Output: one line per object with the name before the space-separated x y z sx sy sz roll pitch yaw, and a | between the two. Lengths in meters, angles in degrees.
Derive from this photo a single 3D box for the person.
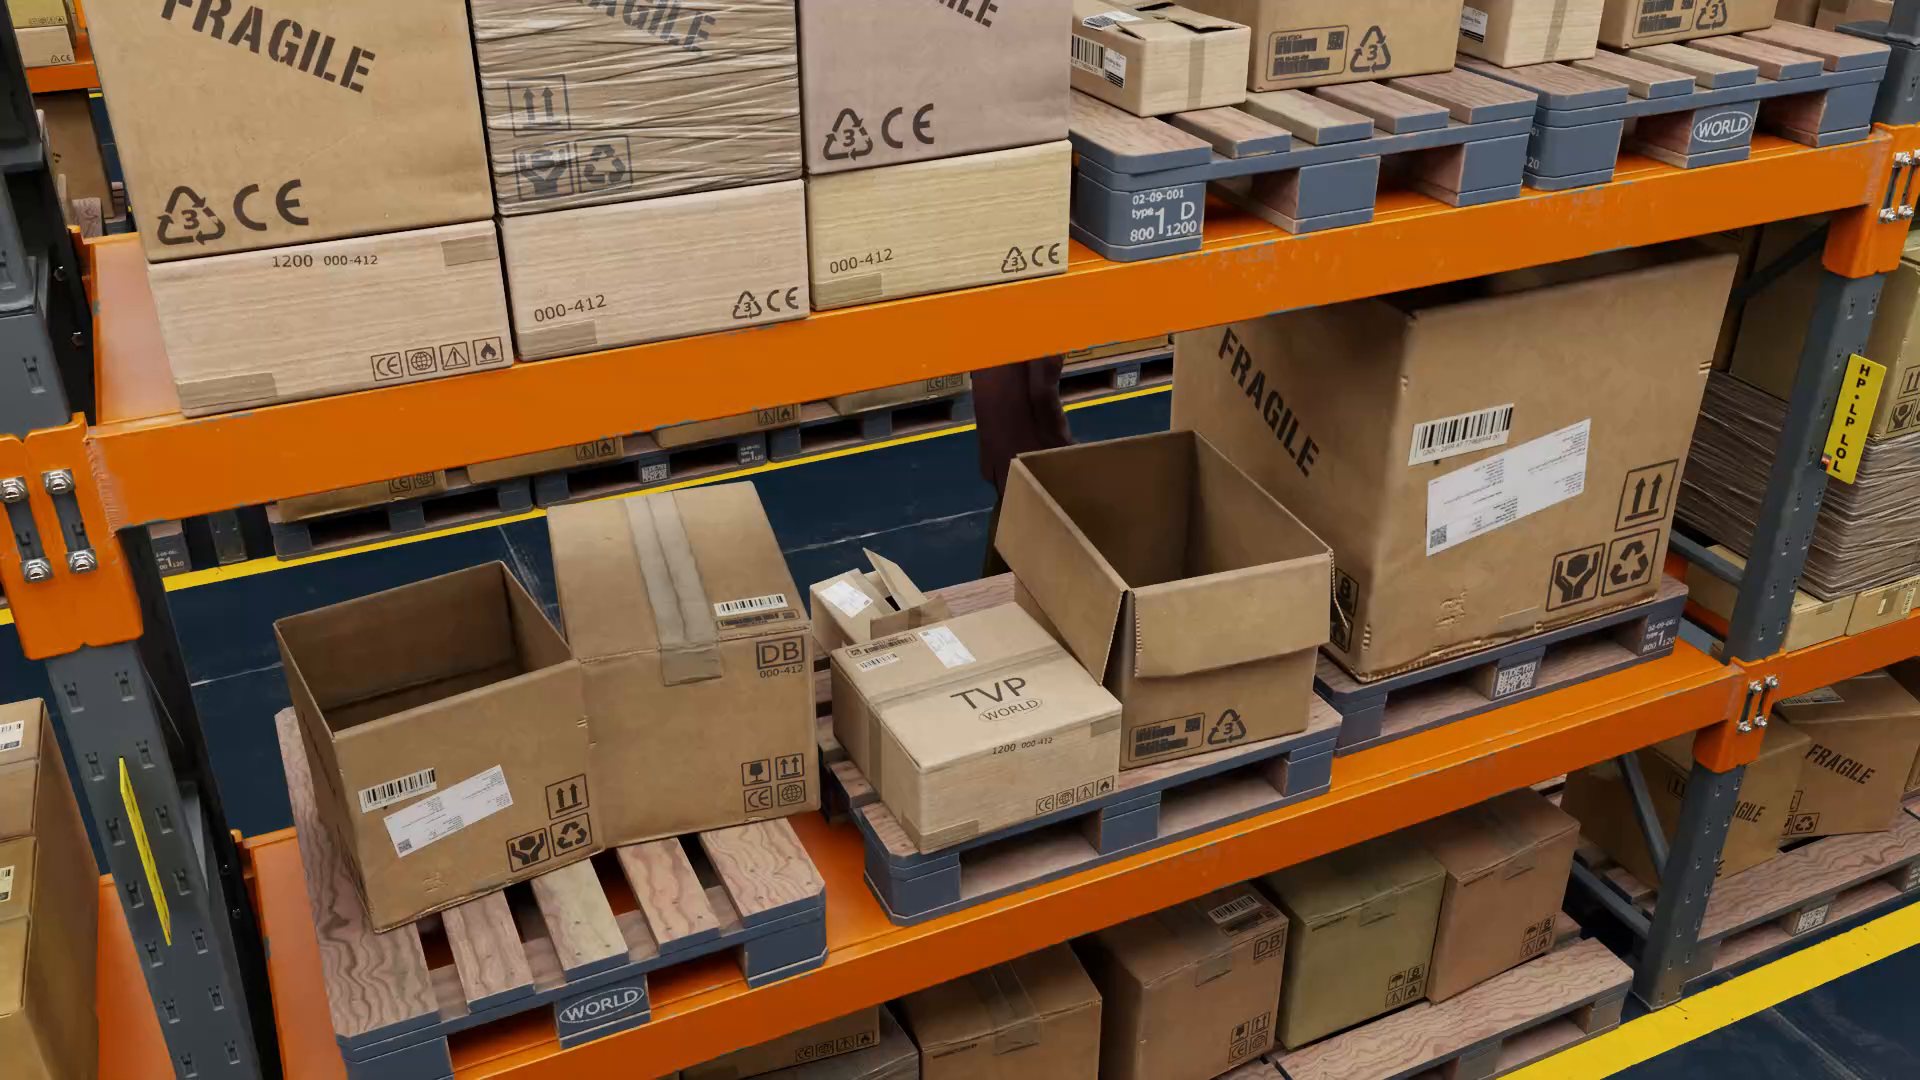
person | 0.273 -0.459 6.968 0.427 1.773 0.625 -14 32 -24
